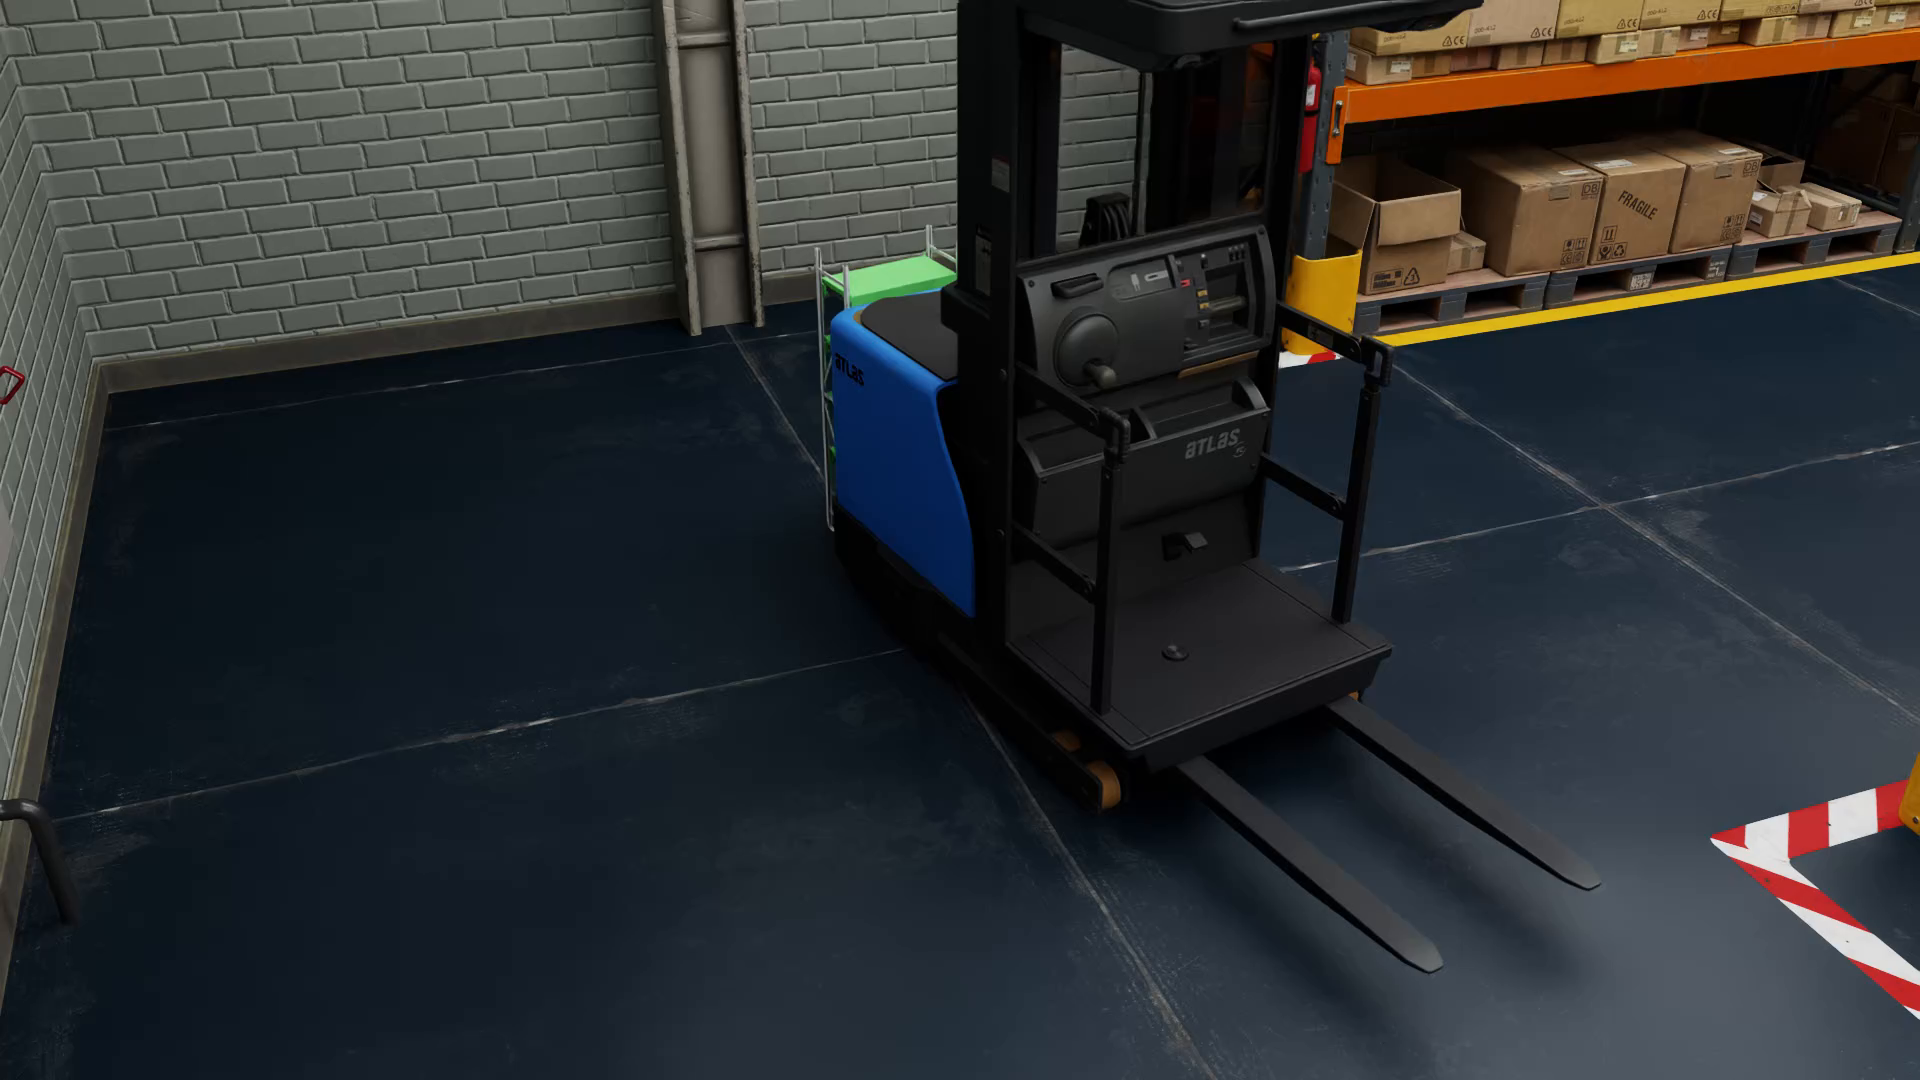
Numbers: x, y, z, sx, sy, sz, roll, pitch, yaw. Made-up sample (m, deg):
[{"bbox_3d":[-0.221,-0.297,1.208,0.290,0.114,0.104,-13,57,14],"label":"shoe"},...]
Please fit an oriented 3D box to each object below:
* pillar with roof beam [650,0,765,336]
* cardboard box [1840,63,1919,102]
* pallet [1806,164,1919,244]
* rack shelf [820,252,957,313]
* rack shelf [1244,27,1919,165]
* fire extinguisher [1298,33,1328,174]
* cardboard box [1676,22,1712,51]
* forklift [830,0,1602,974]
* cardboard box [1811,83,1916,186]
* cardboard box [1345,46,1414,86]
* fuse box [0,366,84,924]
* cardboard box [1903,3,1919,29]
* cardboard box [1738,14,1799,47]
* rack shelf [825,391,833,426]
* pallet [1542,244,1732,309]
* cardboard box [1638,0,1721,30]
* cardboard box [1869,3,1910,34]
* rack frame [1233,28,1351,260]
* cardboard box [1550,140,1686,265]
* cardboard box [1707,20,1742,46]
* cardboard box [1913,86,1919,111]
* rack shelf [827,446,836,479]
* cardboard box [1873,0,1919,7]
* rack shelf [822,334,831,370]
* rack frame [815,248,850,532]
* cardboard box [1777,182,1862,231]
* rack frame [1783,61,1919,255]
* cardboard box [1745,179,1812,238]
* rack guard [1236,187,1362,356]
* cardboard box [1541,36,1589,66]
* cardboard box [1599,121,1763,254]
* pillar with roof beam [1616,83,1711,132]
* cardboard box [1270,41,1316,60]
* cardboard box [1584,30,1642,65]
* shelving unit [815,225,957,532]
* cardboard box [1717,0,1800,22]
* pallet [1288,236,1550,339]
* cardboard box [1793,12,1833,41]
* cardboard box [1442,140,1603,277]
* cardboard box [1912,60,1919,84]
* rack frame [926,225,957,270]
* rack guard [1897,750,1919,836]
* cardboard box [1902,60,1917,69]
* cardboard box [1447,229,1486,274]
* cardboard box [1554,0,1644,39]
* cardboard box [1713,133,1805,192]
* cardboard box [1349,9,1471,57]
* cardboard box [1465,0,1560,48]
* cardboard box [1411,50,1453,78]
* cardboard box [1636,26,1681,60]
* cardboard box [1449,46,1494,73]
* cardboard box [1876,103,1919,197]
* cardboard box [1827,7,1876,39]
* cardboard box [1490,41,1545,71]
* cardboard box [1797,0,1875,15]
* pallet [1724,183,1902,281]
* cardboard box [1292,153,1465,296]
[{"bbox_3d":[0.239,-3.073,3.054,0.400,9.000,9.100,-10,31,-18],"label":"pillar with roof beam"},{"bbox_3d":[5.573,-2.777,10.040,0.250,0.149,0.380,-12,32,-20],"label":"cardboard box"},{"bbox_3d":[6.078,-2.148,10.307,1.213,0.211,1.003,-10,31,-18],"label":"pallet"},{"bbox_3d":[-0.270,-0.953,6.370,0.480,0.148,0.258,-17,34,-28],"label":"rack shelf"},{"bbox_3d":[3.454,-2.544,8.912,4.000,0.370,1.077,-10,31,-18],"label":"rack shelf"},{"bbox_3d":[1.603,-2.076,7.818,0.183,0.674,0.296,-10,31,-18],"label":"fire extinguisher"},{"bbox_3d":[3.665,-2.662,8.646,0.250,0.149,0.380,-11,31,-18],"label":"cardboard box"},{"bbox_3d":[0.711,-0.678,4.979,1.130,2.935,3.031,-17,34,-27],"label":"forklift"},{"bbox_3d":[5.686,-2.520,10.244,0.500,0.500,0.500,-11,31,-18],"label":"cardboard box"},{"bbox_3d":[1.983,-2.332,8.066,0.250,0.149,0.380,-11,31,-18],"label":"cardboard box"},{"bbox_3d":[-2.558,0.335,4.433,0.414,1.711,0.539,-10,31,-18],"label":"fuse box"},{"bbox_3d":[5.118,-2.920,9.099,0.250,0.149,0.380,-10,31,-17],"label":"cardboard box"},{"bbox_3d":[4.161,-2.719,8.747,0.250,0.149,0.380,-11,31,-18],"label":"cardboard box"},{"bbox_3d":[-0.270,-0.536,6.607,0.480,0.148,0.258,-17,34,-28],"label":"rack shelf"},{"bbox_3d":[3.539,-1.659,9.450,1.213,0.211,1.003,-10,31,-18],"label":"pallet"},{"bbox_3d":[3.517,-2.803,8.491,0.500,0.250,0.500,-11,32,-19],"label":"cardboard box"},{"bbox_3d":[4.881,-2.865,9.003,0.250,0.149,0.380,-10,31,-16],"label":"cardboard box"},{"bbox_3d":[1.580,-2.511,8.128,0.127,3.000,1.000,-10,31,-18],"label":"rack frame"},{"bbox_3d":[3.531,-1.844,9.057,0.500,0.500,0.500,-10,31,-17],"label":"cardboard box"},{"bbox_3d":[3.880,-2.727,8.760,0.250,0.149,0.380,-10,31,-17],"label":"cardboard box"},{"bbox_3d":[5.758,-2.518,9.586,0.250,0.149,0.380,-9,31,-15],"label":"cardboard box"},{"bbox_3d":[-0.270,-0.327,6.726,0.480,0.148,0.258,-17,34,-28],"label":"rack shelf"},{"bbox_3d":[4.936,-3.065,8.950,0.500,0.250,0.500,-10,31,-16],"label":"cardboard box"},{"bbox_3d":[-0.270,-0.744,6.489,0.480,0.148,0.258,-17,34,-28],"label":"rack shelf"},{"bbox_3d":[-0.477,-0.527,6.463,0.015,1.200,0.240,-17,34,-28],"label":"rack frame"},{"bbox_3d":[4.909,-1.913,9.533,0.250,0.149,0.380,-11,32,-19],"label":"cardboard box"},{"bbox_3d":[5.329,-3.202,9.340,0.127,3.000,1.000,-10,31,-18],"label":"rack frame"},{"bbox_3d":[4.574,-1.902,9.396,0.258,0.266,0.396,-9,31,-16],"label":"cardboard box"},{"bbox_3d":[1.651,-1.438,8.769,0.348,0.500,1.175,-10,31,-18],"label":"rack guard"},{"bbox_3d":[2.945,-2.522,8.400,0.250,0.149,0.380,-10,31,-17],"label":"cardboard box"},{"bbox_3d":[3.974,-1.978,9.292,0.500,0.500,0.700,-12,32,-19],"label":"cardboard box"},{"bbox_3d":[5.863,-4.109,4.872,0.400,9.000,9.100,-10,31,-18],"label":"pillar with roof beam"},{"bbox_3d":[1.797,-2.584,8.509,0.250,0.149,0.380,-11,31,-18],"label":"cardboard box"},{"bbox_3d":[3.208,-2.531,8.416,0.250,0.149,0.380,-11,32,-19],"label":"cardboard box"},{"bbox_3d":[-0.270,-0.591,6.576,0.503,1.200,0.258,-17,34,-28],"label":"shelving unit"},{"bbox_3d":[4.000,-2.891,8.646,0.500,0.250,0.500,-11,31,-18],"label":"cardboard box"},{"bbox_3d":[2.398,-1.451,9.083,1.213,0.211,1.003,-10,31,-18],"label":"pallet"},{"bbox_3d":[4.391,-2.777,8.847,0.250,0.149,0.380,-10,31,-16],"label":"cardboard box"},{"bbox_3d":[3.001,-1.799,8.978,0.500,0.500,0.700,-9,31,-16],"label":"cardboard box"},{"bbox_3d":[5.736,-2.676,9.562,0.250,0.149,0.380,-11,31,-18],"label":"cardboard box"},{"bbox_3d":[-0.063,-0.655,6.688,0.015,1.200,0.240,-17,34,-28],"label":"rack frame"},{"bbox_3d":[3.291,0.881,4.698,0.348,0.500,1.175,-10,31,-18],"label":"rack guard"},{"bbox_3d":[5.818,-2.825,10.124,0.250,0.149,0.380,-10,31,-18],"label":"cardboard box"},{"bbox_3d":[2.598,-1.572,8.935,0.250,0.149,0.380,-12,32,-20],"label":"cardboard box"},{"bbox_3d":[3.045,-2.705,8.318,0.500,0.250,0.500,-11,31,-19],"label":"cardboard box"},{"bbox_3d":[4.627,-2.211,9.893,0.500,0.311,0.500,-9,31,-16],"label":"cardboard box"},{"bbox_3d":[2.099,-2.529,8.009,0.500,0.250,0.500,-10,31,-17],"label":"cardboard box"},{"bbox_3d":[2.571,-2.616,8.162,0.500,0.250,0.500,-10,31,-17],"label":"cardboard box"},{"bbox_3d":[2.206,-2.397,8.181,0.250,0.149,0.380,-10,31,-16],"label":"cardboard box"},{"bbox_3d":[3.448,-2.586,8.512,0.250,0.149,0.380,-10,31,-16],"label":"cardboard box"},{"bbox_3d":[2.440,-2.458,8.289,0.250,0.149,0.380,-11,31,-18],"label":"cardboard box"},{"bbox_3d":[5.860,-2.277,9.818,0.500,0.500,0.500,-9,31,-15],"label":"cardboard box"},{"bbox_3d":[4.646,-2.809,8.904,0.250,0.149,0.380,-10,31,-16],"label":"cardboard box"},{"bbox_3d":[2.698,-2.474,8.315,0.250,0.149,0.380,-9,31,-16],"label":"cardboard box"},{"bbox_3d":[4.472,-2.971,8.786,0.500,0.250,0.500,-10,31,-17],"label":"cardboard box"},{"bbox_3d":[4.685,-1.872,9.823,1.213,0.211,1.003,-10,31,-18],"label":"pallet"},{"bbox_3d":[2.186,-1.671,8.750,0.637,0.503,0.797,-12,32,-20],"label":"cardboard box"}]
